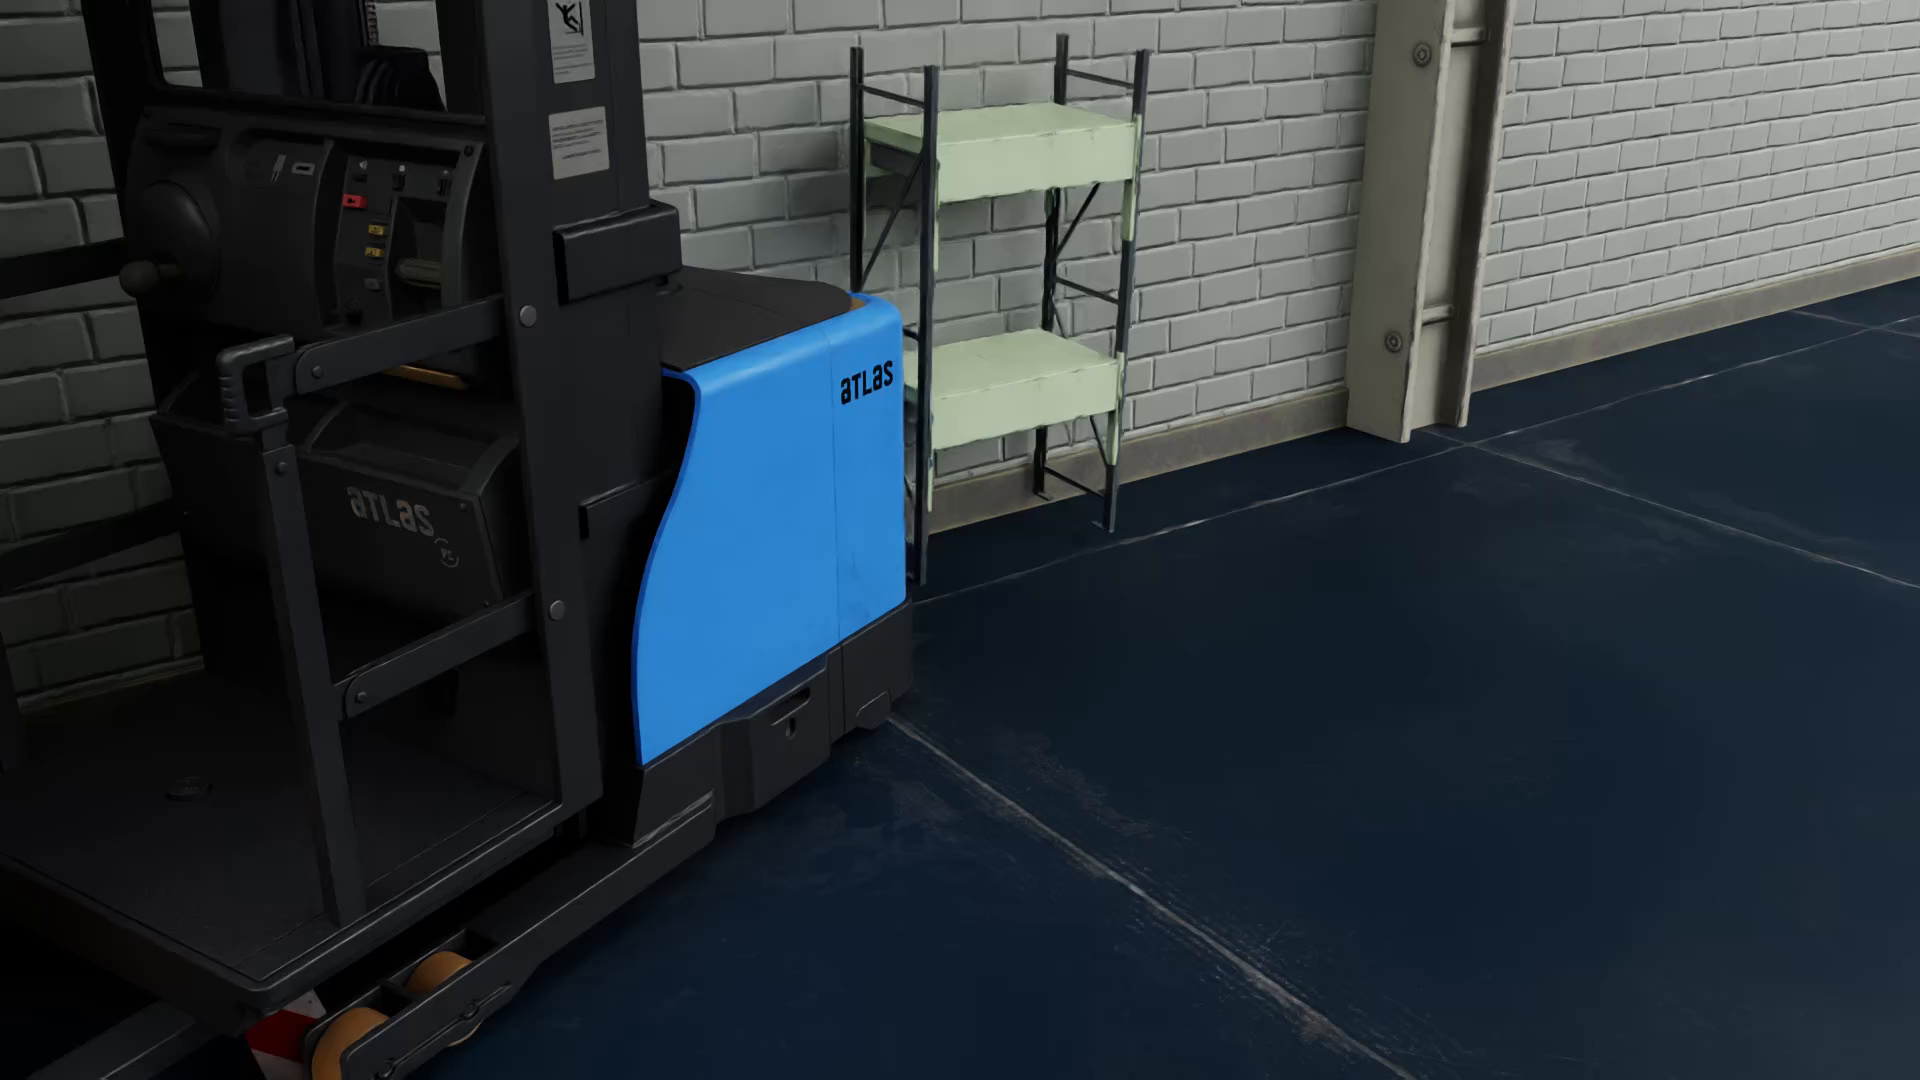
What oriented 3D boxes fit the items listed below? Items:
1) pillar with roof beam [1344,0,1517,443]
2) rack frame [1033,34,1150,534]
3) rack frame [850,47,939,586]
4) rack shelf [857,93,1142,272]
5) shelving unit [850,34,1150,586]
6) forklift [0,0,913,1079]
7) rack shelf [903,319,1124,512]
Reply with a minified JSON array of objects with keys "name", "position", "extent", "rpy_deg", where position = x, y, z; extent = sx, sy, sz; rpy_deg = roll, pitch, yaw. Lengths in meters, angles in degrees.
[{"name":"pillar with roof beam","position":[4.258,-3.340,1.624],"extent":[0.400,9.000,9.100],"rpy_deg":[-15,26,-33]},{"name":"rack frame","position":[0.394,-0.775,5.184],"extent":[0.023,1.500,0.400],"rpy_deg":[-15,29,-33]},{"name":"rack frame","position":[-0.202,-0.619,4.789],"extent":[0.023,1.500,0.400],"rpy_deg":[-15,29,-33]},{"name":"rack shelf","position":[0.107,-1.053,4.827],"extent":[0.720,0.370,0.431],"rpy_deg":[-15,29,-33]},{"name":"shelving unit","position":[0.096,-0.697,4.986],"extent":[0.755,1.500,0.431],"rpy_deg":[-15,29,-33]},{"name":"forklift","position":[-1.322,-0.567,2.862],"extent":[1.130,2.935,3.031],"rpy_deg":[13,25,29]},{"name":"rack shelf","position":[0.086,-0.400,5.119],"extent":[0.720,0.370,0.431],"rpy_deg":[-15,29,-33]}]
